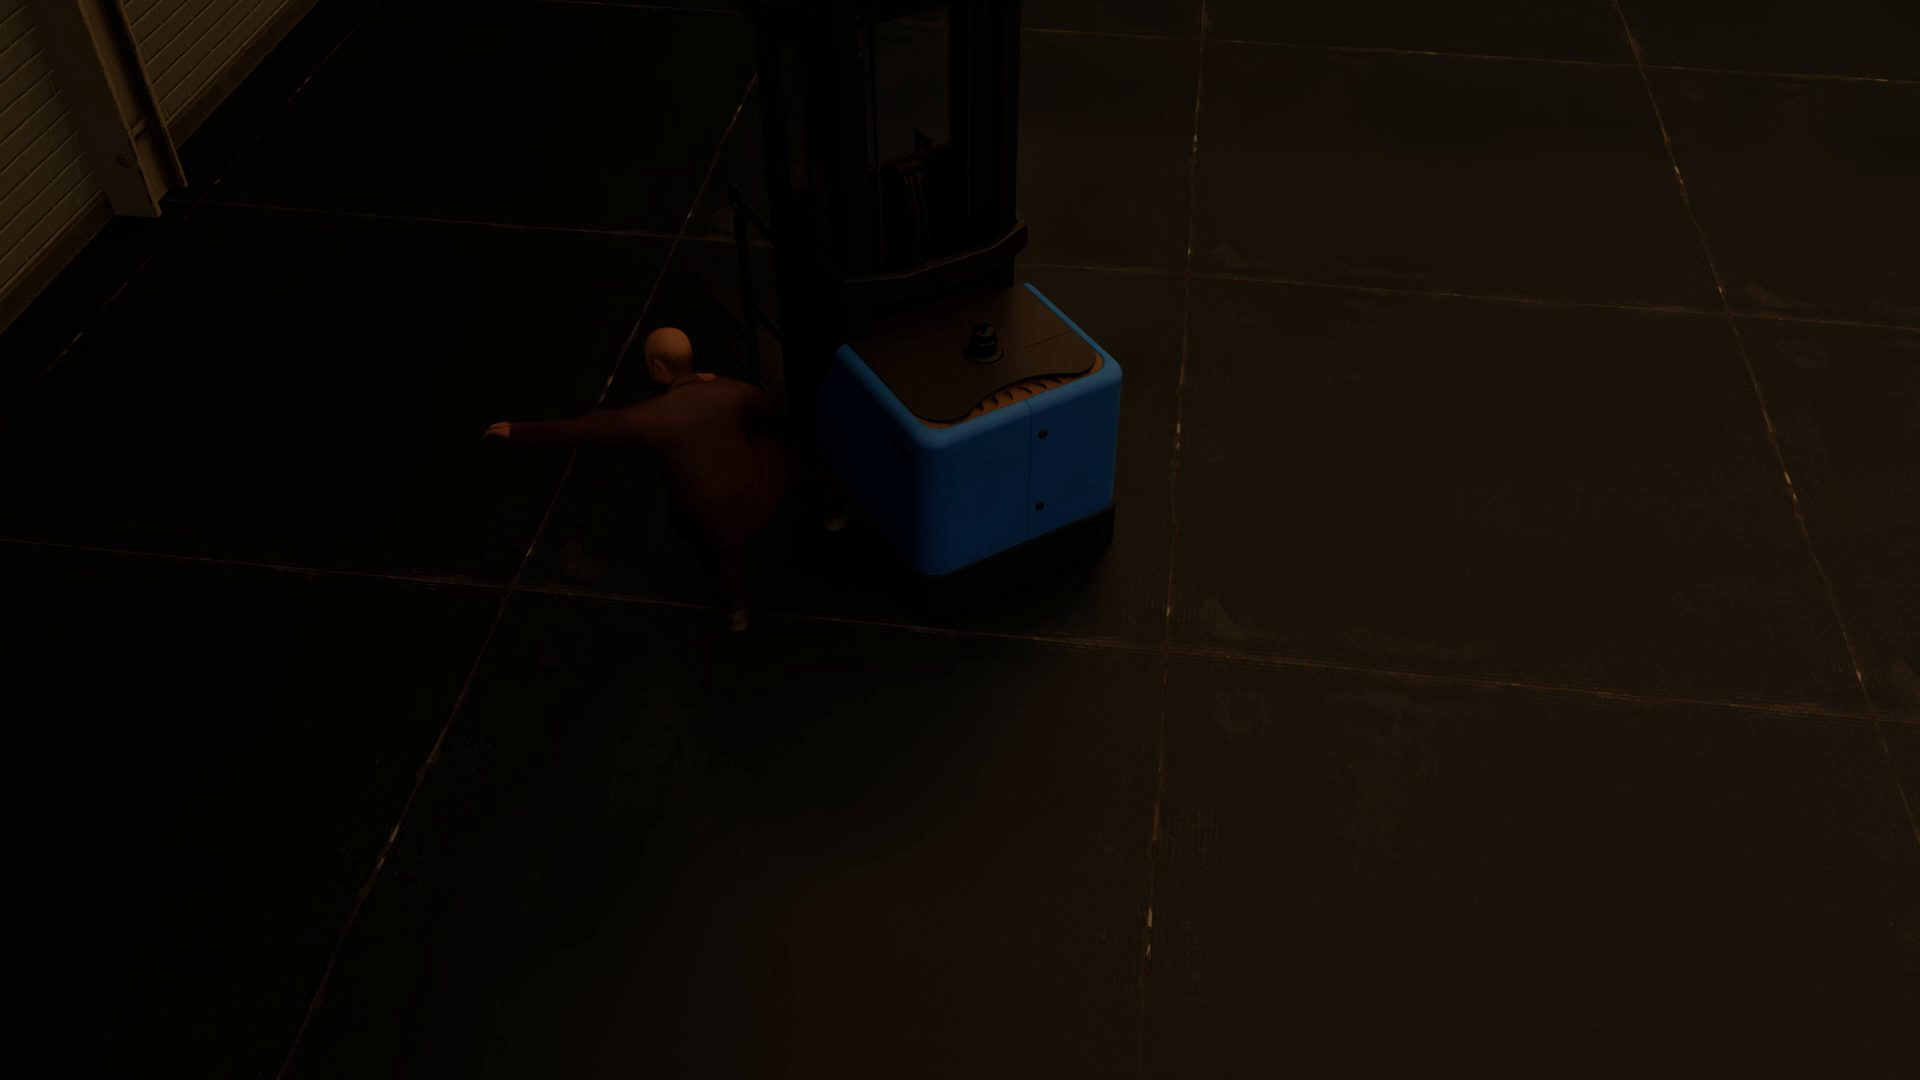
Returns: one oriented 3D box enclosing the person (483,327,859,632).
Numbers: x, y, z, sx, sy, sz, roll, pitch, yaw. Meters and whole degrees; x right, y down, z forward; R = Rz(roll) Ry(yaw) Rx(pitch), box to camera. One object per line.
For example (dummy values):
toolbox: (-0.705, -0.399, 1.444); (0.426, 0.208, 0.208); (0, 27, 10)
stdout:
person: (-1.095, -0.286, 7.127); (1.625, 1.444, 0.807); (-23, 47, -23)

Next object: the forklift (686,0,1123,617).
forklift: (-0.469, -1.717, 7.594); (1.130, 2.935, 3.031); (-22, 47, -22)
